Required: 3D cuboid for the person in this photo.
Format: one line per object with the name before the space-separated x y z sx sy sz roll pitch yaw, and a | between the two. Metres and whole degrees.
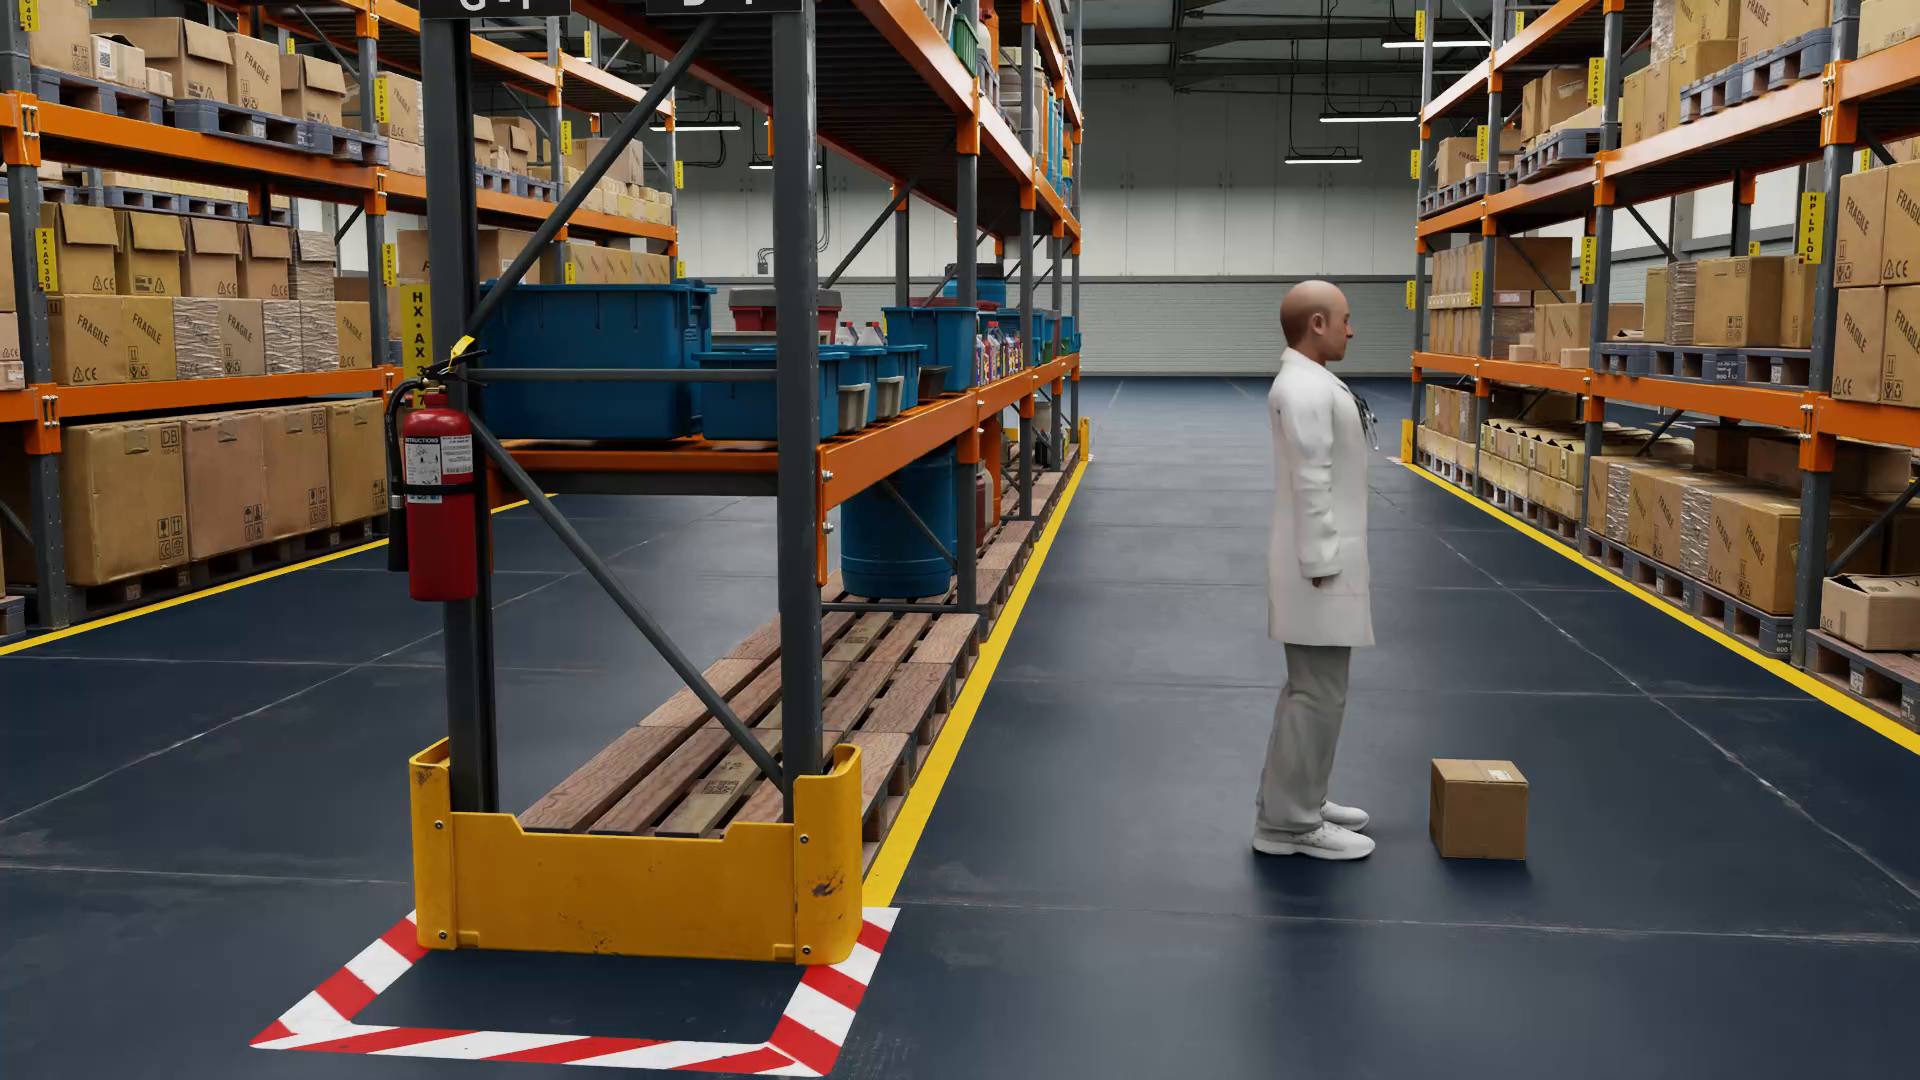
person | 1.127 0.083 5.224 0.388 1.776 0.562 1 7 8
